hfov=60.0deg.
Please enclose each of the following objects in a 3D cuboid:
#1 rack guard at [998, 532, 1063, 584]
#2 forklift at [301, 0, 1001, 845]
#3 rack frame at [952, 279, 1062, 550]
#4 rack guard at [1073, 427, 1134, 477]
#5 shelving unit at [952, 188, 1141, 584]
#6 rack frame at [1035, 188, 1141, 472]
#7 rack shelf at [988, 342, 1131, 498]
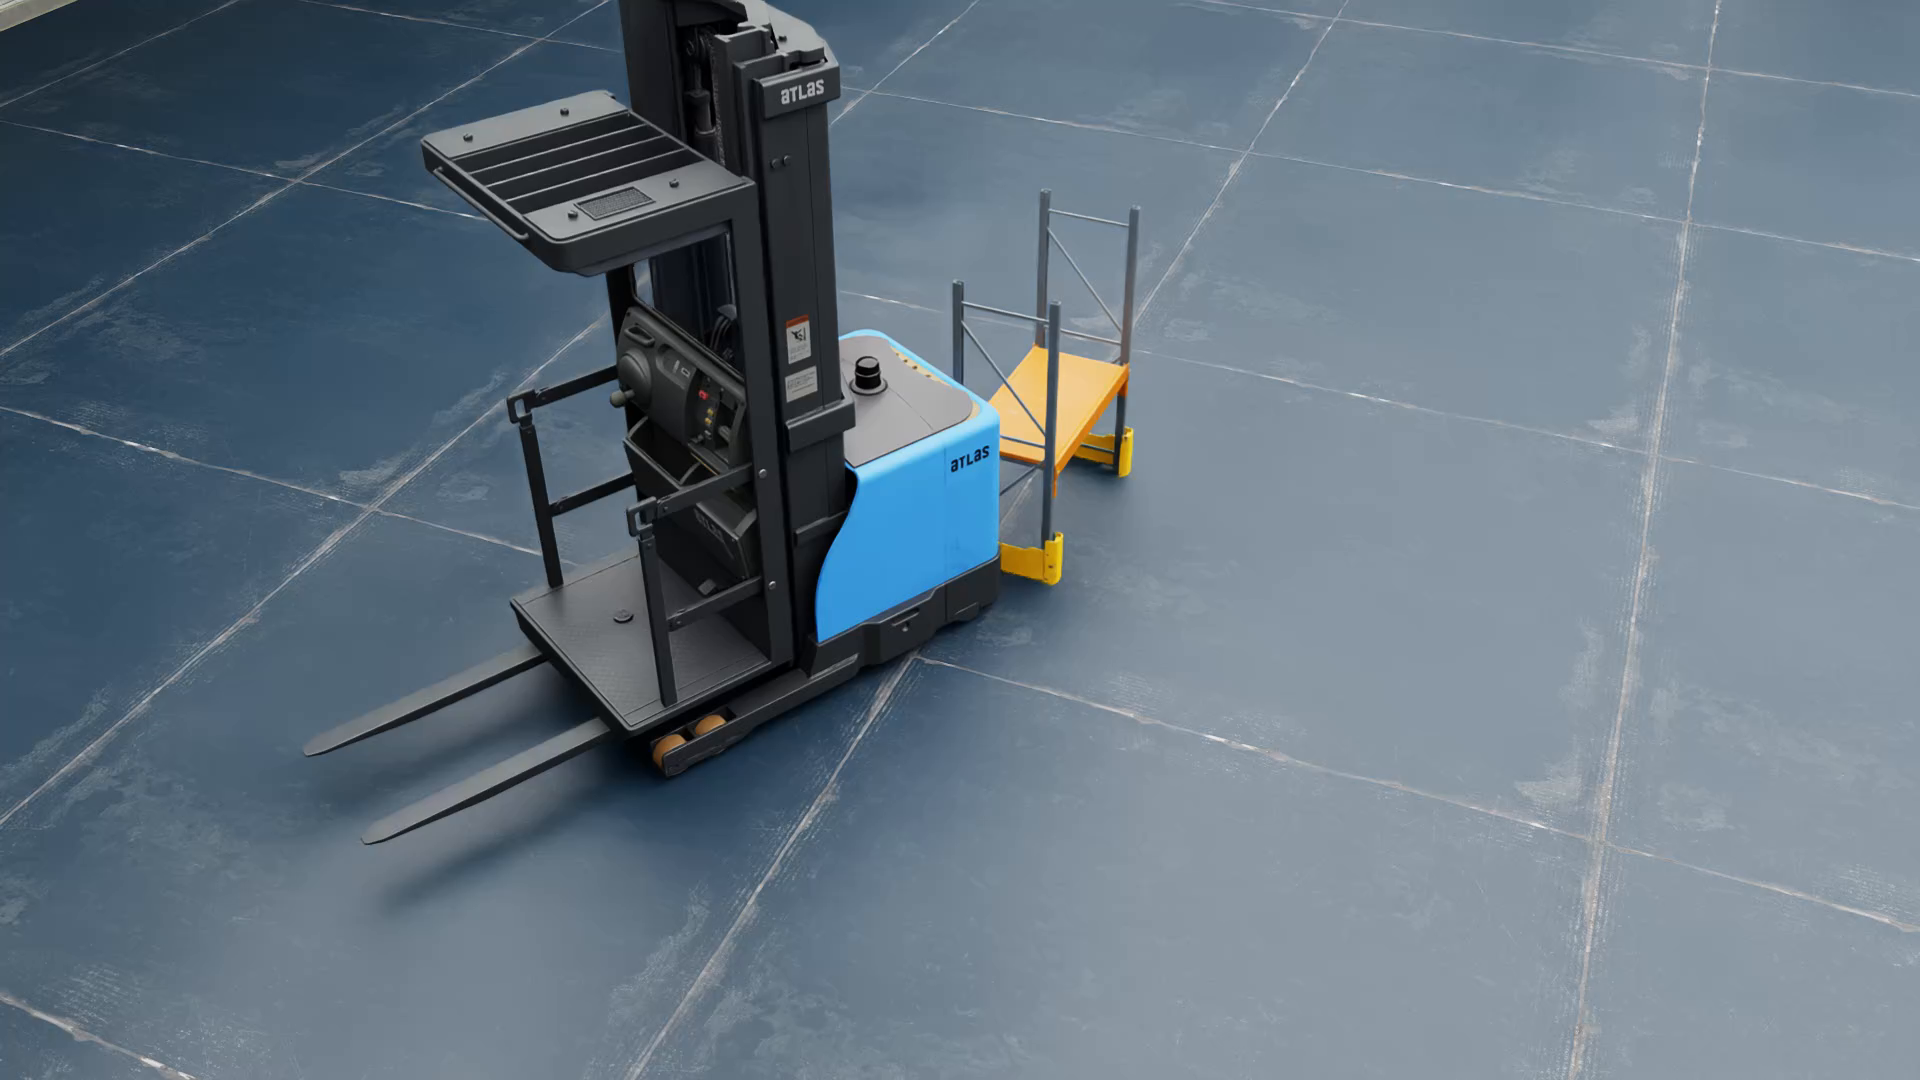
[{"bbox_3d":[0.209,0.021,8.013,0.587,0.250,0.087,15,39,19],"label":"rack guard"},{"bbox_3d":[-1.280,-0.554,6.542,3.031,2.935,1.130,-25,44,-30],"label":"forklift"},{"bbox_3d":[0.201,-0.469,7.625,0.500,1.500,0.032,15,39,19],"label":"rack frame"},{"bbox_3d":[0.619,-0.522,8.740,0.587,0.250,0.087,15,39,19],"label":"rack guard"},{"bbox_3d":[0.414,-0.751,8.003,0.587,1.500,1.083,15,39,19],"label":"shelving unit"},{"bbox_3d":[0.619,-1.024,8.367,0.500,1.500,0.032,15,39,19],"label":"rack frame"},{"bbox_3d":[0.410,-0.602,8.104,0.538,0.185,1.000,15,39,19],"label":"rack shelf"}]
